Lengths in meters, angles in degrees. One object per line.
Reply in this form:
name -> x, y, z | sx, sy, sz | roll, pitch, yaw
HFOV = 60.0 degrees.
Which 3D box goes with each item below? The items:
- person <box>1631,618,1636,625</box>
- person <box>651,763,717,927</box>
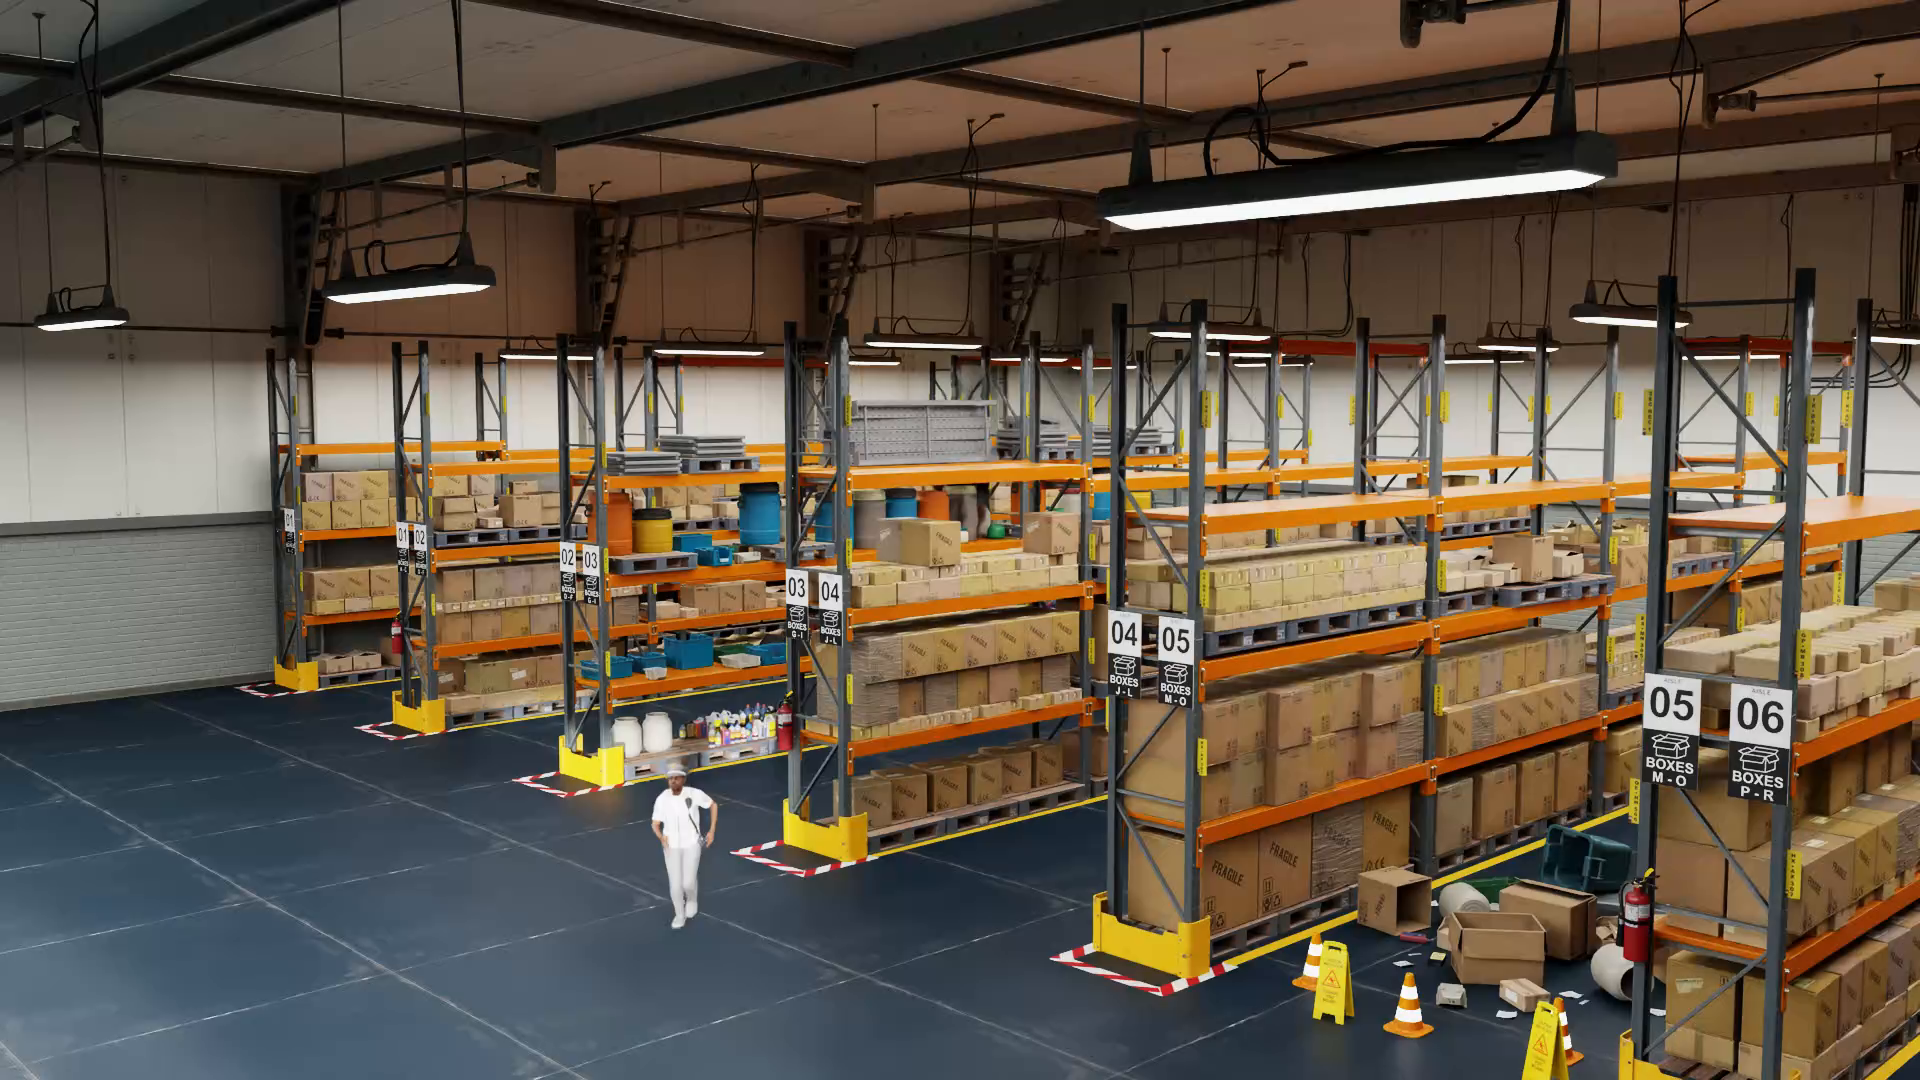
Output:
person -> 10.543, 2.065, 25.840 | 0.661, 1.731, 0.633 | 4, 7, 42
person -> -2.668, 2.953, 16.024 | 0.600, 1.656, 0.698 | 0, 5, 2
